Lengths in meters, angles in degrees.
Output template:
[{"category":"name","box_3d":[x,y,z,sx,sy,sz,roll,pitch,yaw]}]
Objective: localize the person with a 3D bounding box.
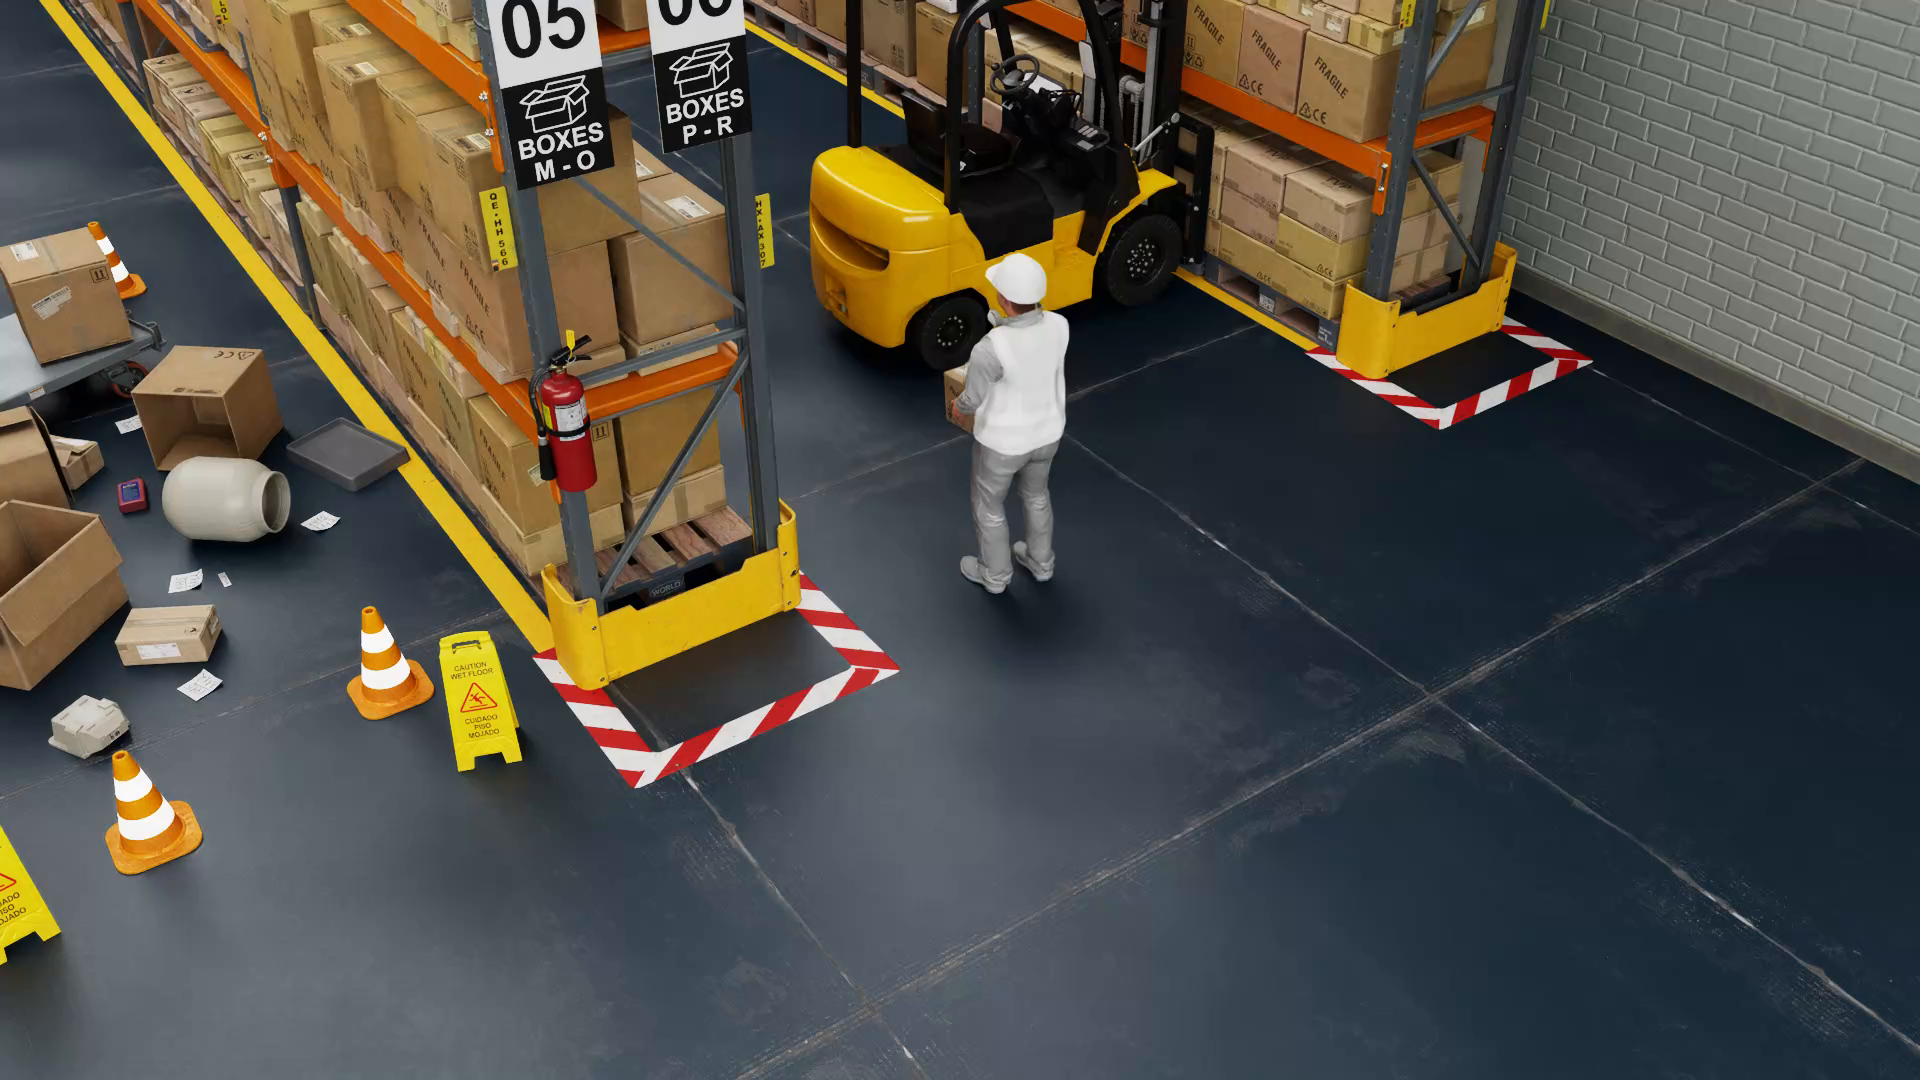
[{"category":"person","box_3d":[0.216,-0.541,7.717,0.532,1.779,0.522,-23,42,-28]}]
